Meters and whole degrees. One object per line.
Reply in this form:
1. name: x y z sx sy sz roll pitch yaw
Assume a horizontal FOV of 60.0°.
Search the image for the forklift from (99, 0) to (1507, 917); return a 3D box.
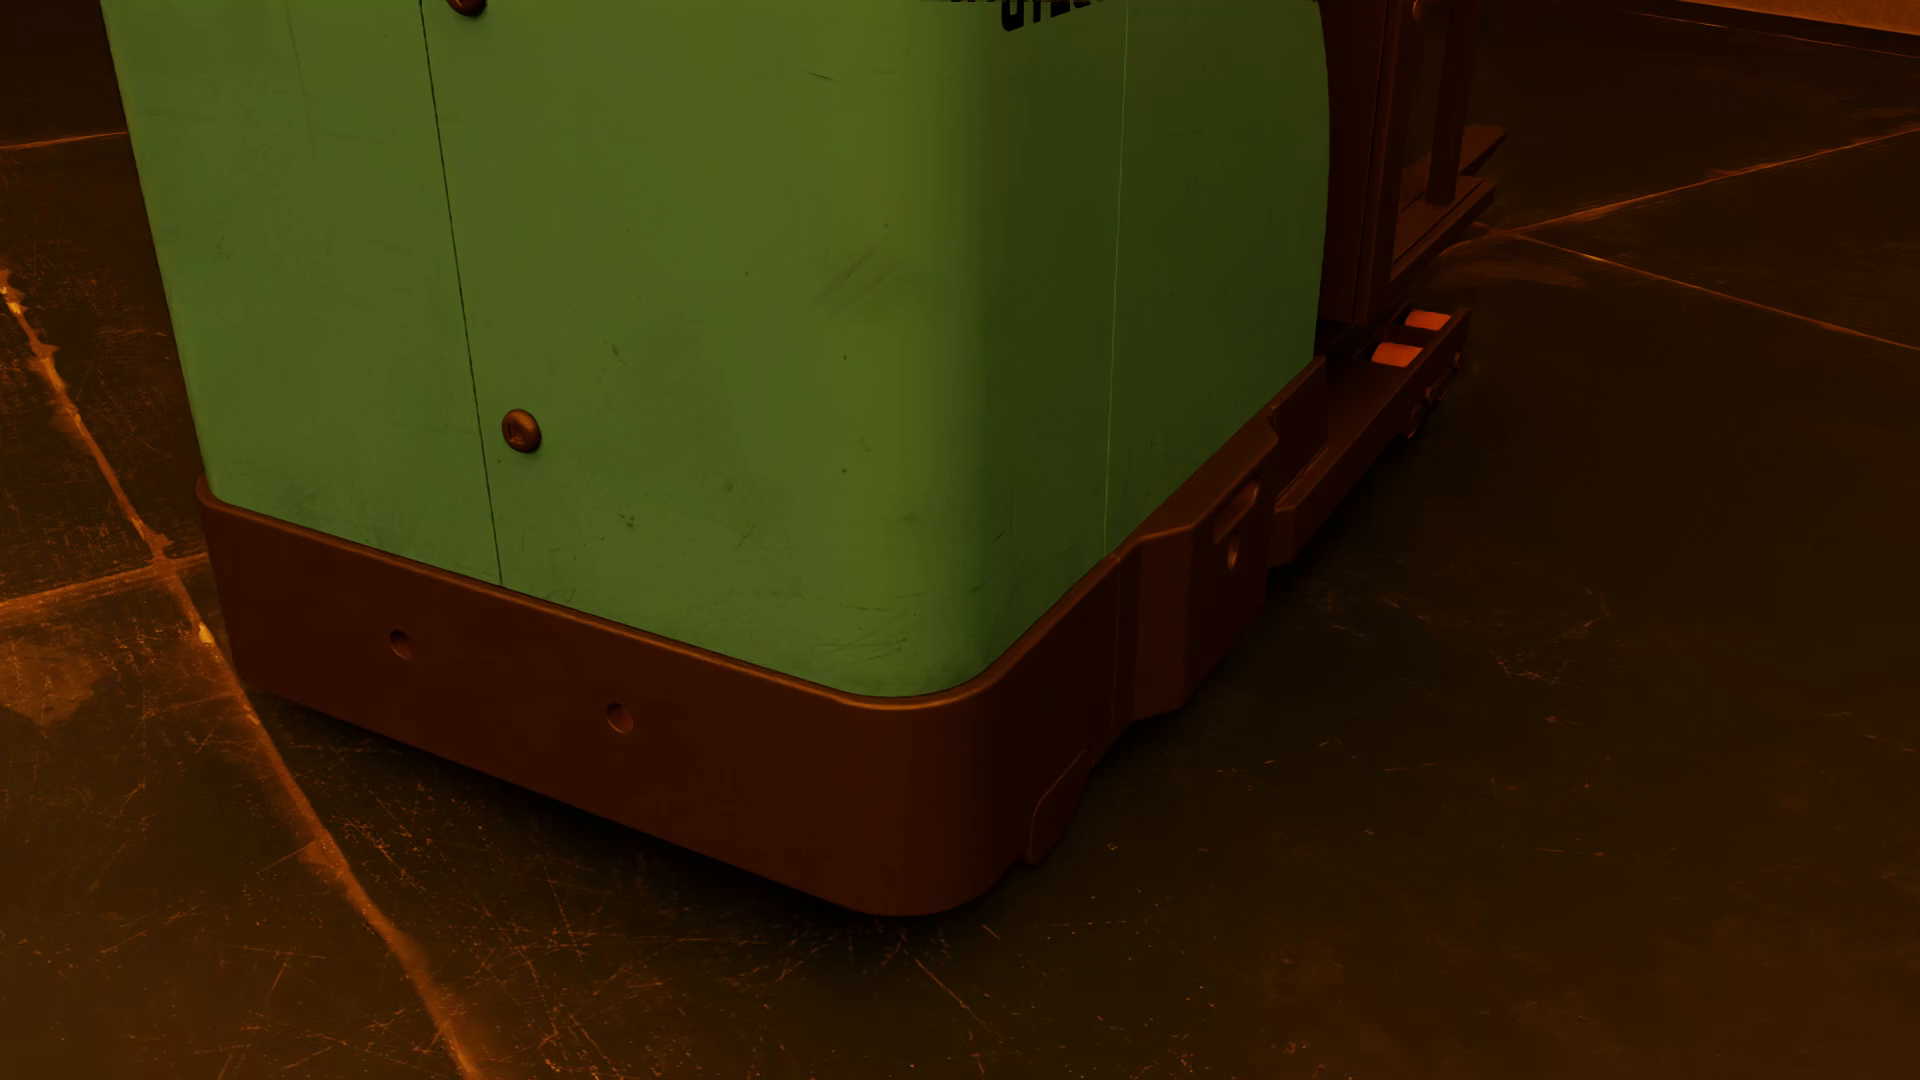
1. forklift: 0.262 -1.570 2.361 1.130 2.935 3.031 14 30 26
